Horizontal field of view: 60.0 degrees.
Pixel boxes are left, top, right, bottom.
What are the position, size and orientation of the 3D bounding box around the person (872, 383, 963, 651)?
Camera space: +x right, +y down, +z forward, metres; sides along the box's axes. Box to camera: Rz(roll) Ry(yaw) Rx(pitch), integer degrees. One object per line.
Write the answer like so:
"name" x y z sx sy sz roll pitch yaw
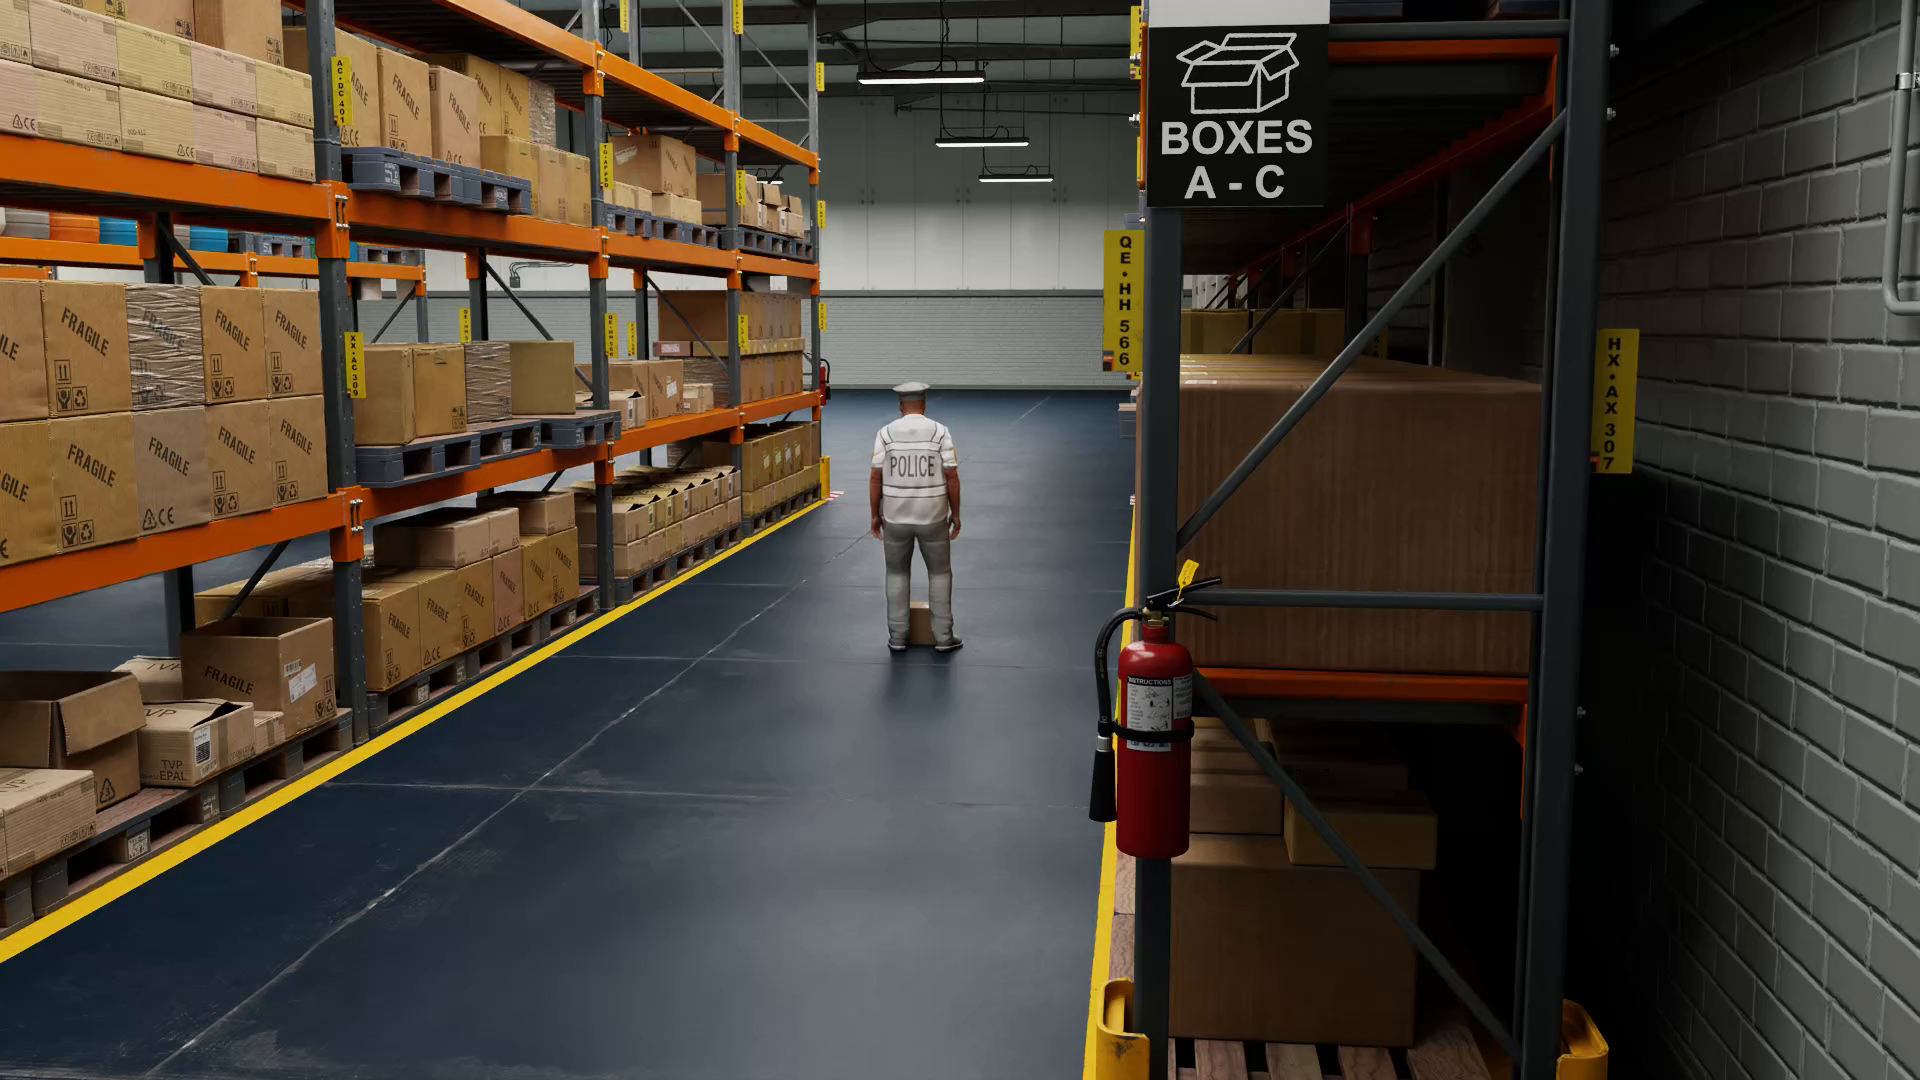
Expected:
"person" -0.278 -0.146 10.869 0.589 1.747 0.443 0 8 3
